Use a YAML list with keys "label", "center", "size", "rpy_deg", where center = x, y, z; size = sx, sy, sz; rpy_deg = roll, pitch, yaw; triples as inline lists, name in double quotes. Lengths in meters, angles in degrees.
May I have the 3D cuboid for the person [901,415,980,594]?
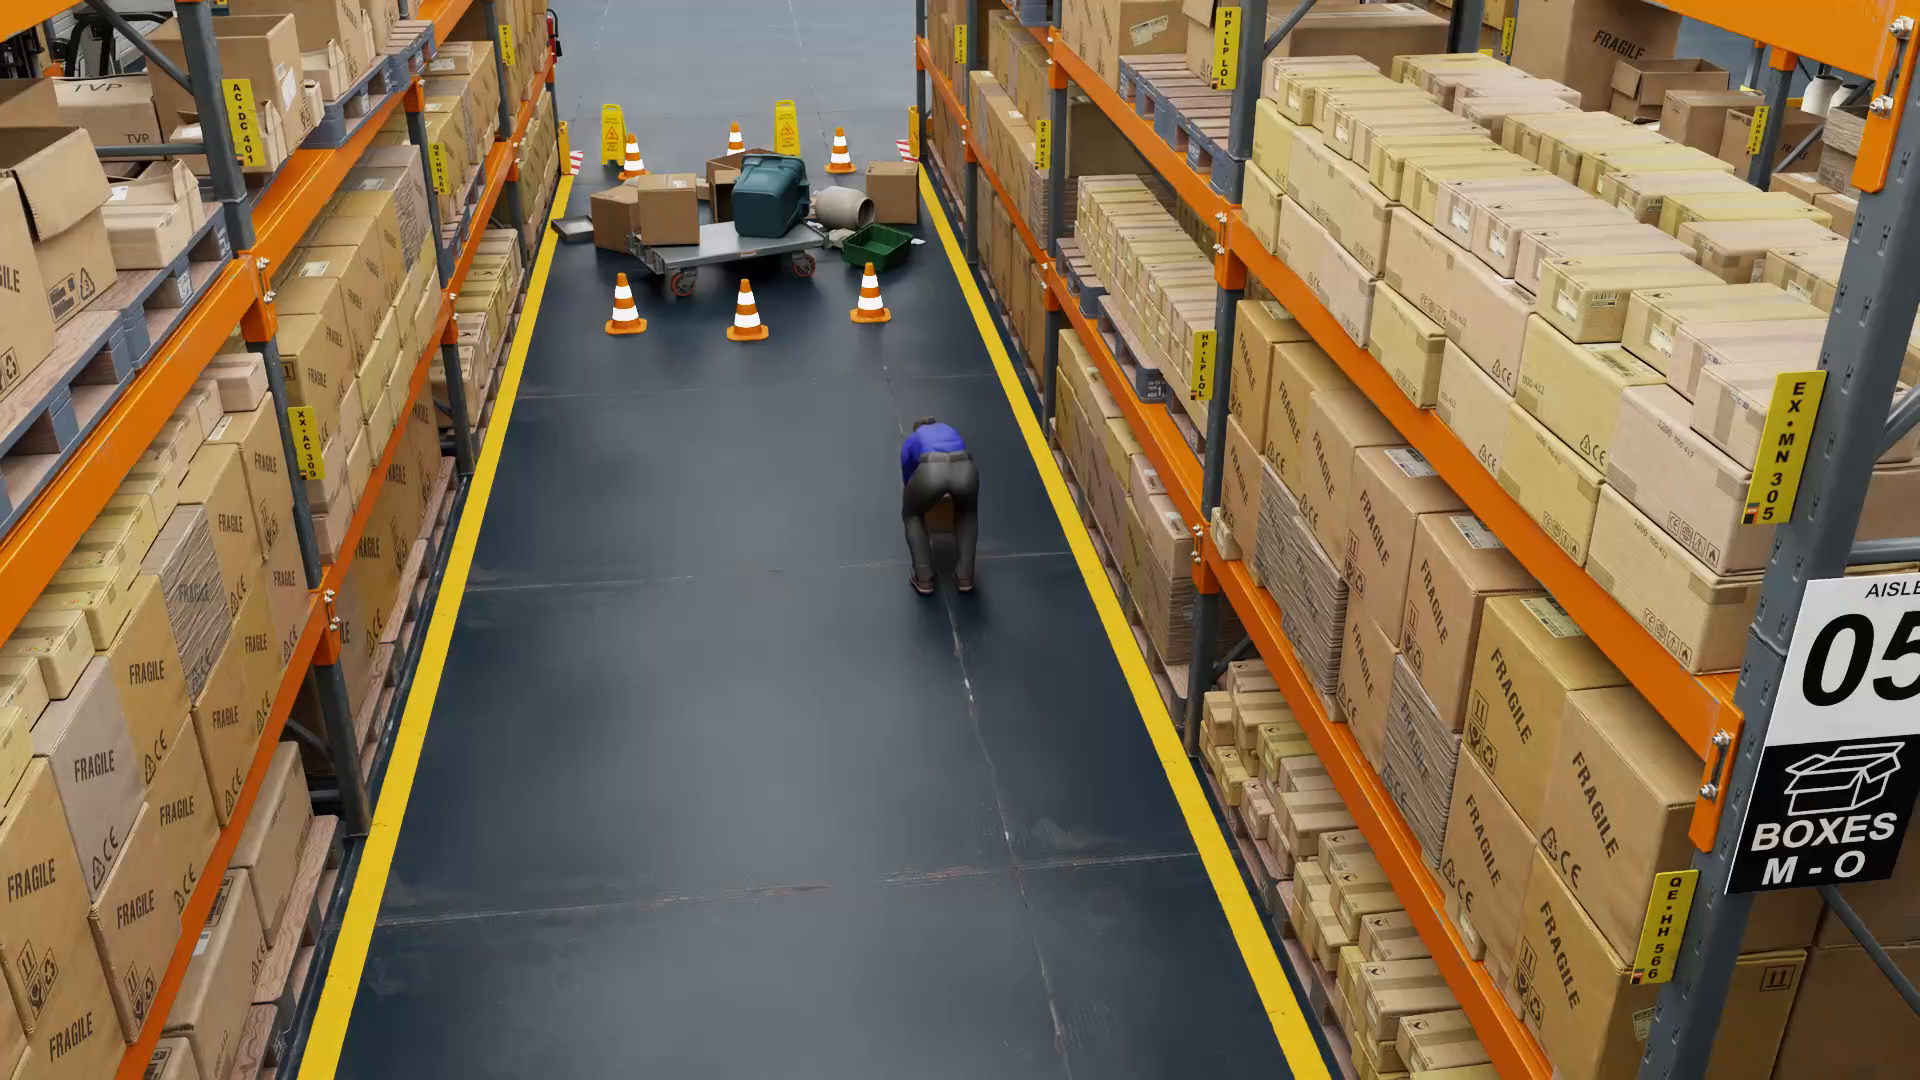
- label: "person"
  center: [-0.135, -0.238, 9.870]
  size: [0.450, 0.941, 0.875]
  rpy_deg: [-5, 28, -9]
